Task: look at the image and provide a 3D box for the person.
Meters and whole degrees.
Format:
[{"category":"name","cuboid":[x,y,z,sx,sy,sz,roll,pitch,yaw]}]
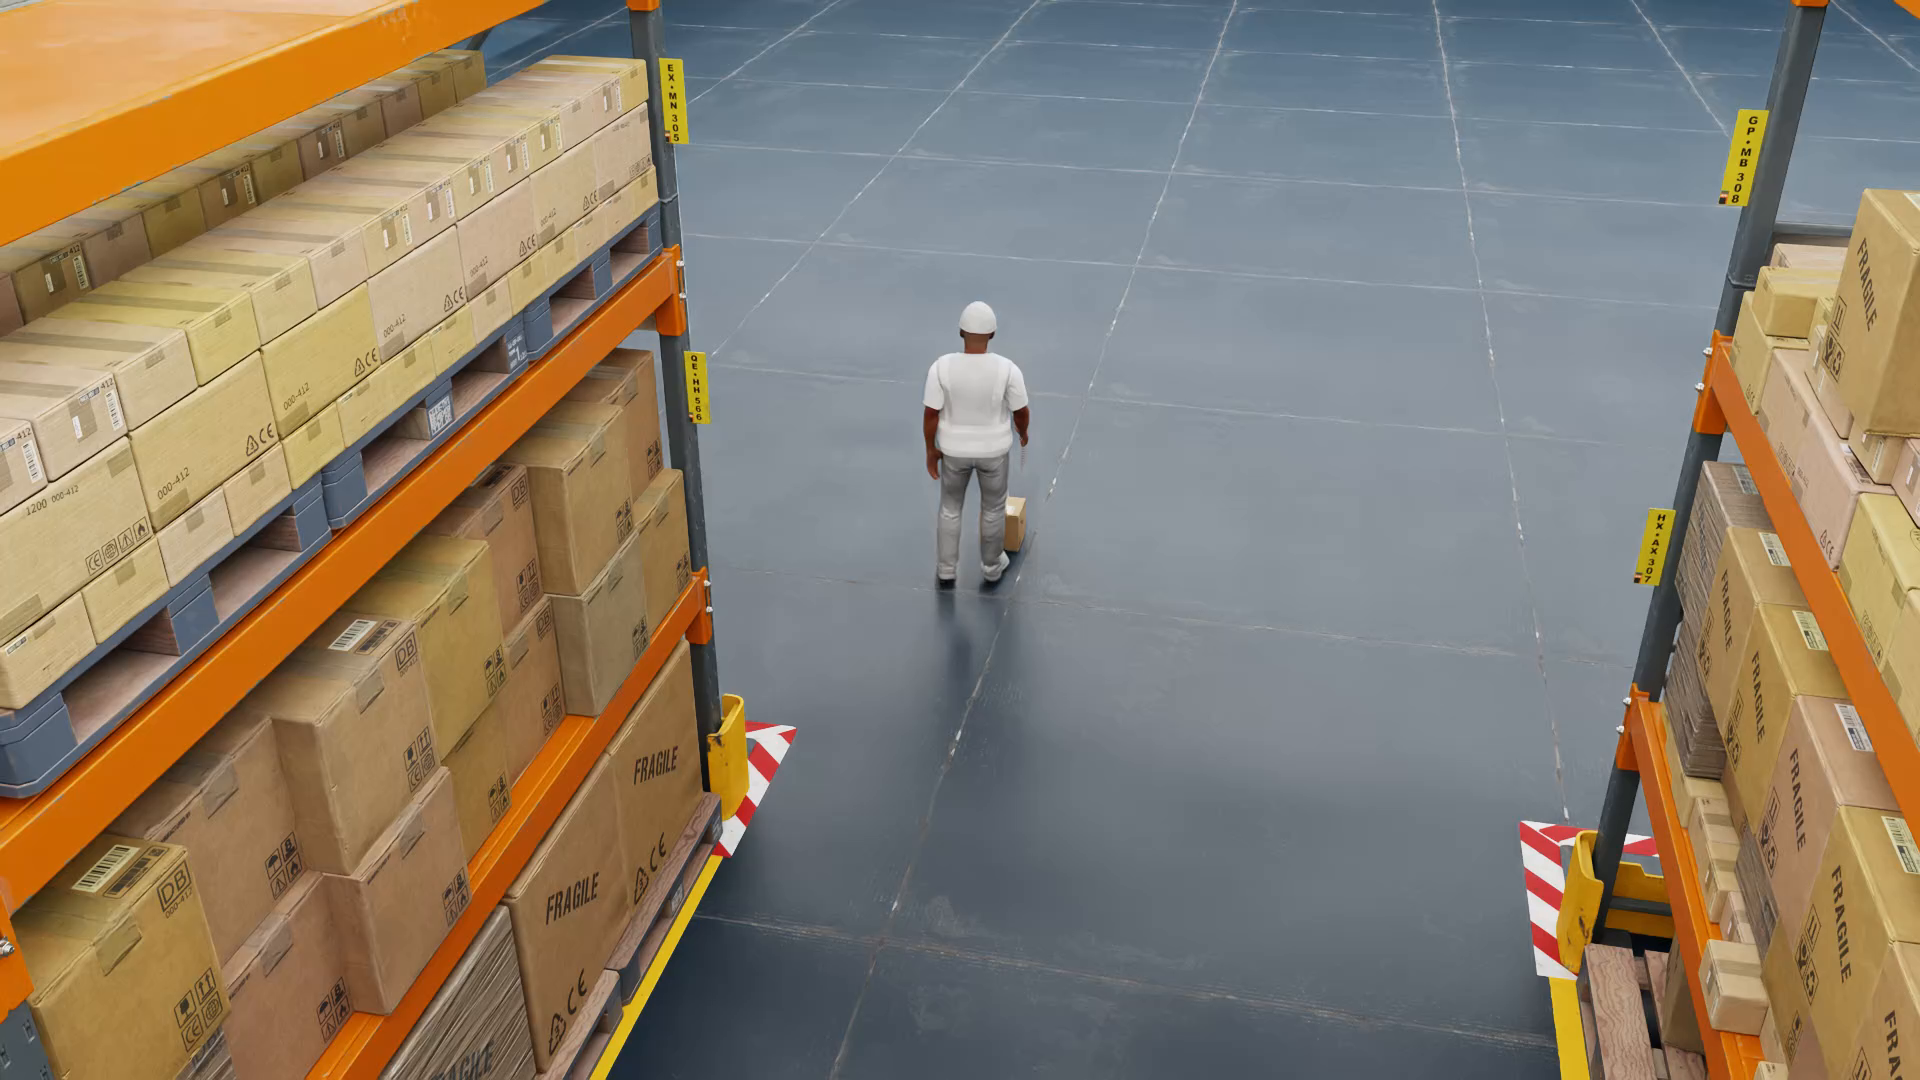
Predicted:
[{"category":"person","cuboid":[0.102,-0.540,9.580,0.590,1.803,0.495,4,29,6]}]
